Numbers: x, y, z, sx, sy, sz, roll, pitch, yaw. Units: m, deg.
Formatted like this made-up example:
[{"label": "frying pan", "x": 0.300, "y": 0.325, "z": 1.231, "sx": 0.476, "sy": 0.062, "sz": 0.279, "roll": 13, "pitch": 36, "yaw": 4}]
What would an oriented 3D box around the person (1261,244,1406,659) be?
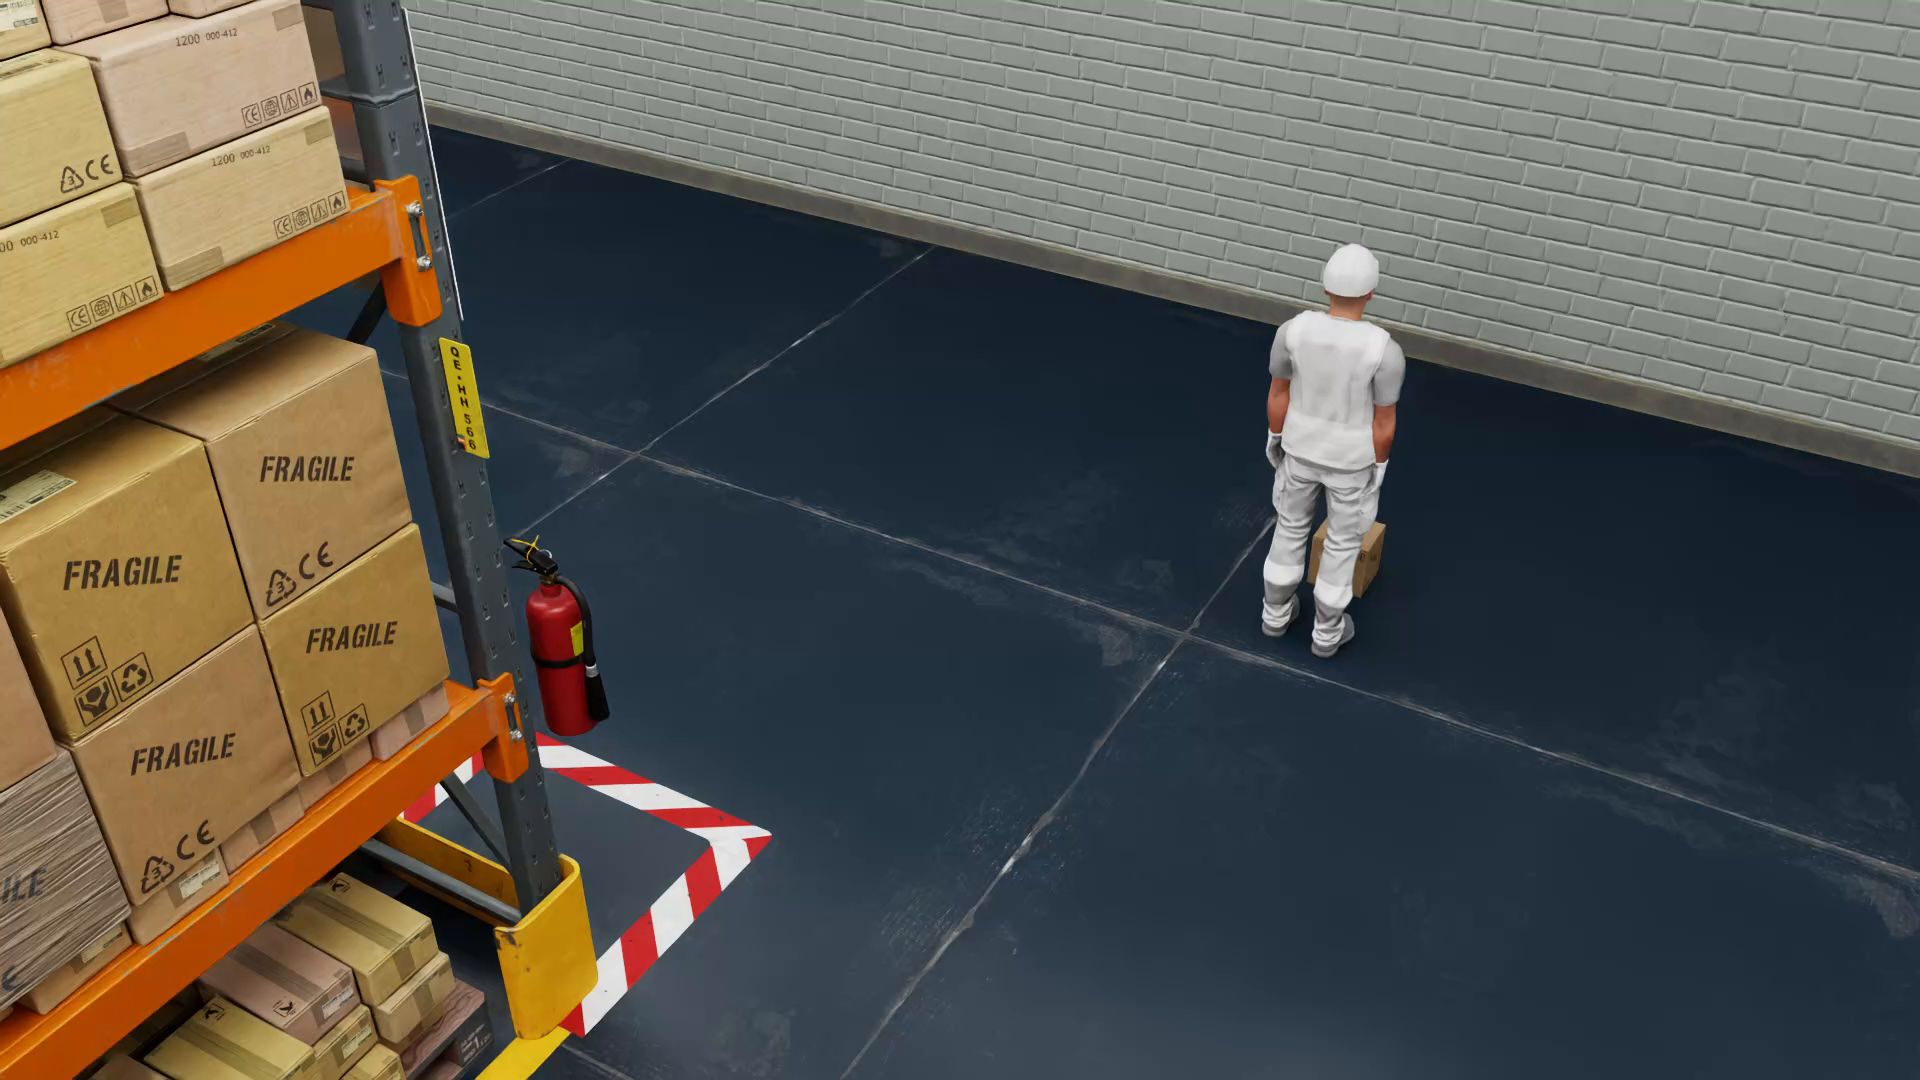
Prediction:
[{"label": "person", "x": 1.473, "y": -0.353, "z": 6.648, "sx": 0.524, "sy": 1.786, "sz": 0.352, "roll": 19, "pitch": 38, "yaw": 25}]
